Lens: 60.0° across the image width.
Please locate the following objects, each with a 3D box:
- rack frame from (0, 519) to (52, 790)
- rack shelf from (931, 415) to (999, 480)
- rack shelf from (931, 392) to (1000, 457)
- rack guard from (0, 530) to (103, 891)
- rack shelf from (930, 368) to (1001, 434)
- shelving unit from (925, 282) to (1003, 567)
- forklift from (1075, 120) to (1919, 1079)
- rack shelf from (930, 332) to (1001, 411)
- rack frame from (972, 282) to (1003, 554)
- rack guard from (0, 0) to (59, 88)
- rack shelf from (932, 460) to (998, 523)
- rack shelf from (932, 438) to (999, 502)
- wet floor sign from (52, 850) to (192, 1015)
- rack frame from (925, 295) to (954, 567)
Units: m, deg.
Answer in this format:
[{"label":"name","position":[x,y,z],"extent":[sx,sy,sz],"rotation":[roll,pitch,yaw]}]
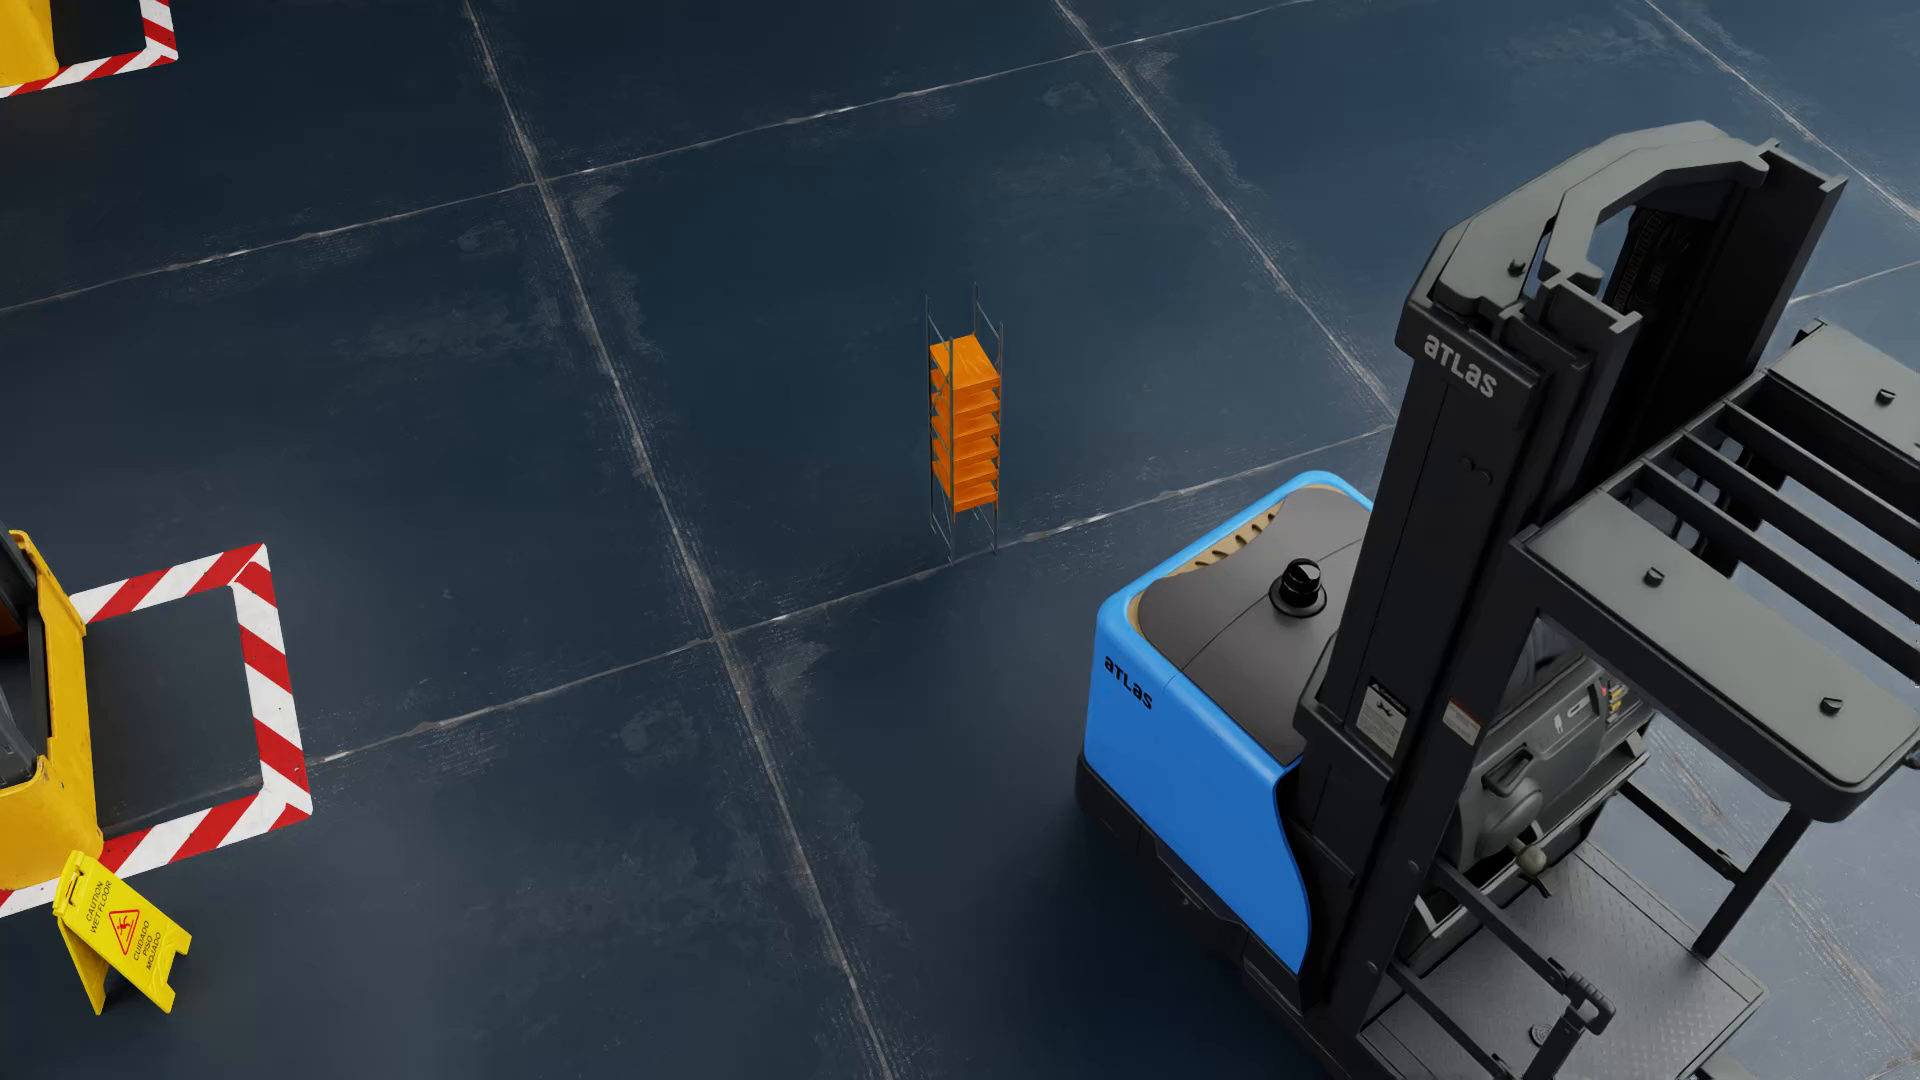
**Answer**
[{"label":"rack frame","position":[-3.217,-0.265,4.841],"extent":[0.127,3.000,1.000],"rotation":[-17,52,-14]},{"label":"rack shelf","position":[0.013,-0.366,6.173],"extent":[0.180,0.103,0.258],"rotation":[-17,52,-14]},{"label":"rack shelf","position":[0.013,-0.444,6.082],"extent":[0.180,0.103,0.258],"rotation":[-17,52,-14]},{"label":"rack guard","position":[-3.287,0.572,5.770],"extent":[0.348,0.500,1.175],"rotation":[-17,52,-14]},{"label":"rack shelf","position":[0.013,-0.522,5.991],"extent":[0.180,0.103,0.258],"rotation":[-17,52,-14]},{"label":"shelving unit","position":[0.013,-0.395,6.139],"extent":[0.189,1.200,0.258],"rotation":[-17,52,-14]},{"label":"forklift","position":[1.705,0.598,4.145],"extent":[1.130,2.935,3.031],"rotation":[-31,56,-24]},{"label":"rack shelf","position":[0.013,-0.601,5.900],"extent":[0.180,0.103,0.258],"rotation":[-17,52,-14]},{"label":"rack frame","position":[0.098,-0.421,6.162],"extent":[0.006,1.200,0.240],"rotation":[-17,52,-14]},{"label":"rack guard","position":[-5.075,-2.942,8.788],"extent":[0.348,0.500,1.175],"rotation":[-17,52,-14]},{"label":"rack shelf","position":[0.013,-0.210,6.355],"extent":[0.180,0.103,0.258],"rotation":[-17,52,-14]},{"label":"rack shelf","position":[0.013,-0.288,6.264],"extent":[0.180,0.103,0.258],"rotation":[-17,52,-14]},{"label":"wet floor sign","position":[-2.637,1.199,5.135],"extent":[0.232,0.644,0.267],"rotation":[-2,49,-1]},{"label":"rack frame","position":[-0.071,-0.369,6.117],"extent":[0.006,1.200,0.240],"rotation":[-17,52,-14]}]
